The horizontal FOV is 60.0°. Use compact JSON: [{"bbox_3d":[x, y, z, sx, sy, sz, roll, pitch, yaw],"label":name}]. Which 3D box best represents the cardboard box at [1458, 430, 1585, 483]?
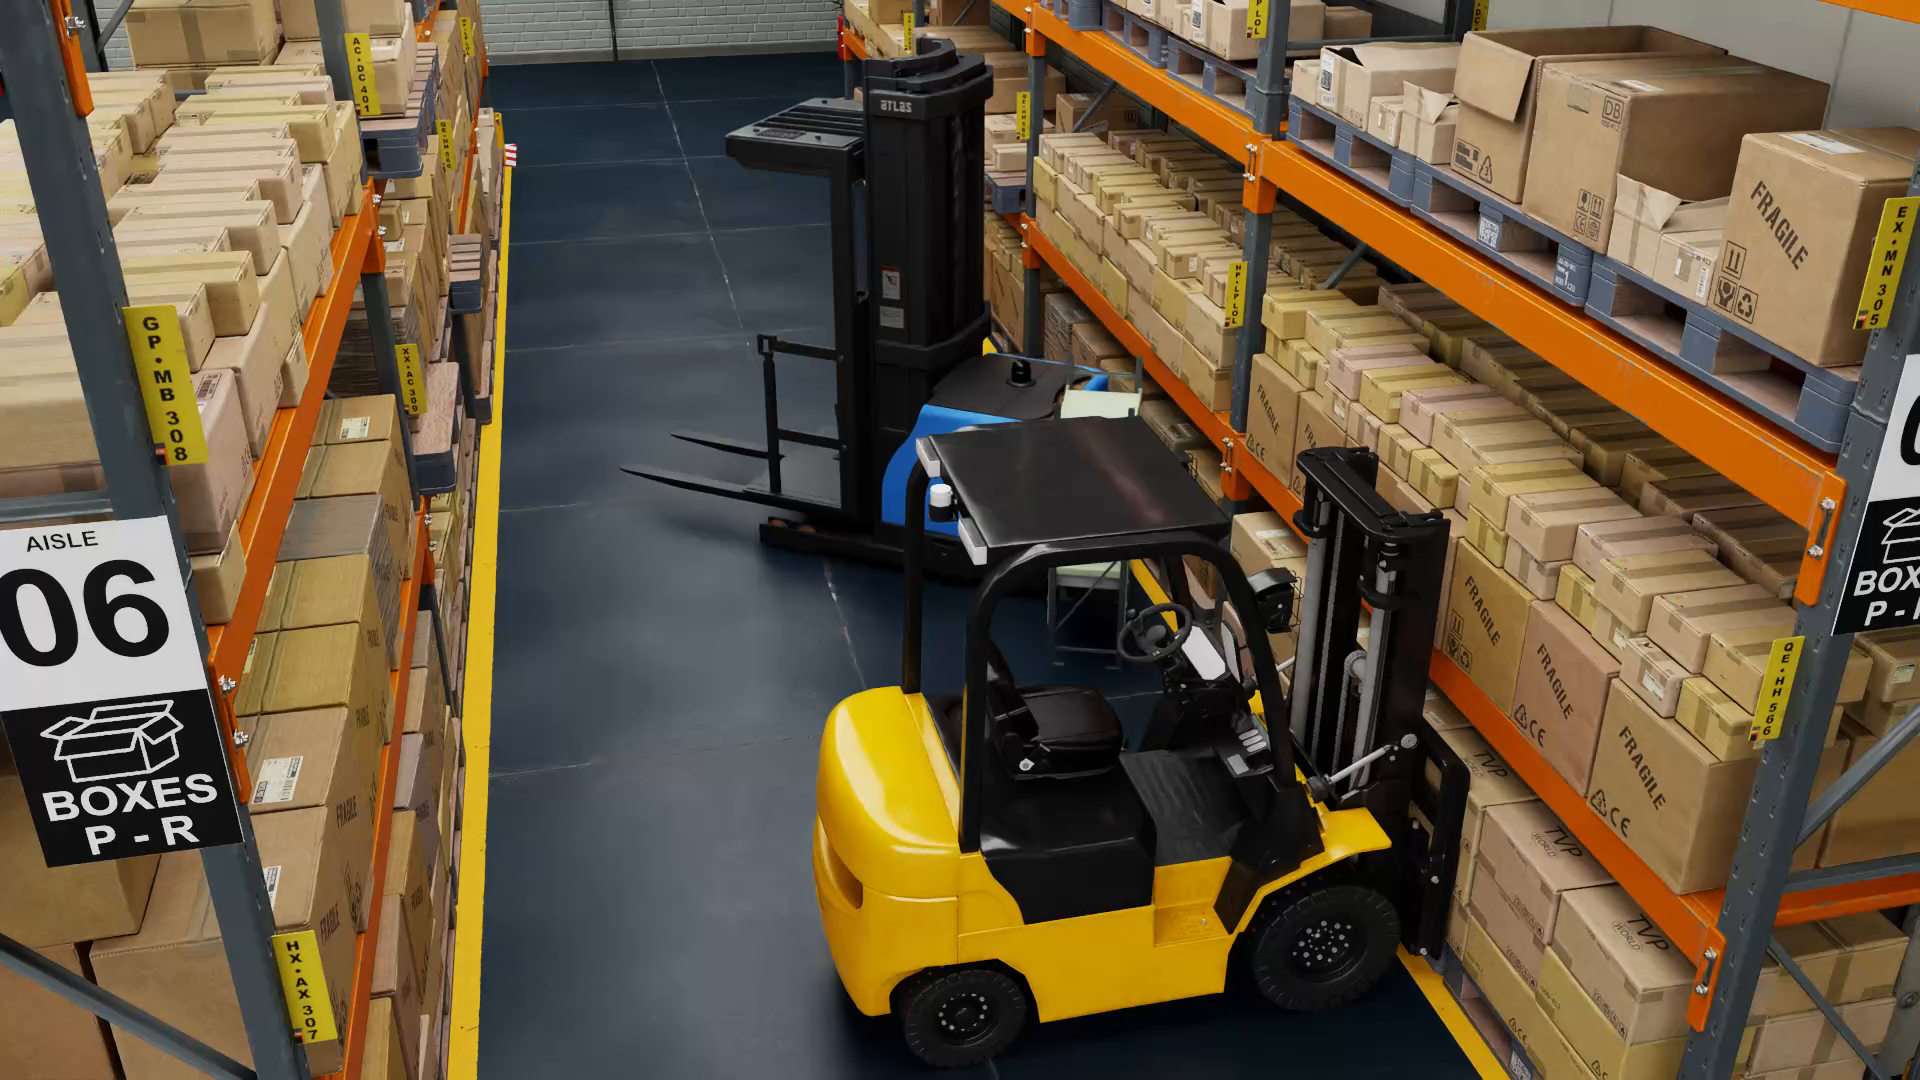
[{"bbox_3d":[2.136,-0.292,6.339,0.380,0.149,0.250,-6,27,-11],"label":"cardboard box"}]

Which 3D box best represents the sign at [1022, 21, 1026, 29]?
[{"bbox_3d":[0.609,-4.859,15.263,0.100,0.325,0.005,-6,27,-12],"label":"sign"}]

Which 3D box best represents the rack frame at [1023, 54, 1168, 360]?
[{"bbox_3d":[0.971,-2.528,11.930,1.000,3.000,0.127,-6,27,-12],"label":"rack frame"}]

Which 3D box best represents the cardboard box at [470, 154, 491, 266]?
[{"bbox_3d":[-4.548,-2.754,14.269,0.875,0.875,0.875,-5,27,-10],"label":"cardboard box"}]

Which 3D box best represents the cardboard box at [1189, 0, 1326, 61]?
[{"bbox_3d":[1.472,-2.597,8.259,0.500,0.311,0.500,-7,28,-13],"label":"cardboard box"}]

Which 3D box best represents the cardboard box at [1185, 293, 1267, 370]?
[{"bbox_3d":[1.512,-1.118,8.748,0.500,0.250,0.500,-7,28,-13],"label":"cardboard box"}]

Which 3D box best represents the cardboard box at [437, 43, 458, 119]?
[{"bbox_3d":[-4.071,-3.422,12.481,0.500,0.500,0.500,-6,27,-11],"label":"cardboard box"}]

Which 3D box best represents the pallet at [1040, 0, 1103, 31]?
[{"bbox_3d":[1.211,-3.494,10.725,1.213,0.211,1.003,-5,27,-9],"label":"pallet"}]

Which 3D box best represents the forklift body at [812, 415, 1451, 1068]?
[{"bbox_3d":[0.569,0.715,6.446,2.313,2.155,1.214,-6,27,-12],"label":"forklift body"}]

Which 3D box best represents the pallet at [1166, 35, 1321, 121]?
[{"bbox_3d":[1.661,-2.412,8.583,0.805,0.209,1.217,-7,28,-14],"label":"pallet"}]

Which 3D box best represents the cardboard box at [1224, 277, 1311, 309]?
[{"bbox_3d":[1.579,-1.234,8.535,0.380,0.149,0.250,-5,27,-10],"label":"cardboard box"}]

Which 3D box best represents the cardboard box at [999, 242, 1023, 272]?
[{"bbox_3d":[0.521,-2.197,12.863,0.380,0.149,0.250,-7,28,-14],"label":"cardboard box"}]

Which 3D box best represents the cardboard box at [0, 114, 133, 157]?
[{"bbox_3d":[-3.039,-1.332,5.625,0.380,0.149,0.250,-6,27,-12],"label":"cardboard box"}]

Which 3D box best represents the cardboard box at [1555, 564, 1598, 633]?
[{"bbox_3d":[2.292,0.186,5.721,0.380,0.149,0.250,-6,27,-12],"label":"cardboard box"}]

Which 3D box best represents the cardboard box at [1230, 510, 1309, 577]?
[{"bbox_3d":[1.675,0.065,8.267,0.500,0.250,0.500,-6,27,-12],"label":"cardboard box"}]

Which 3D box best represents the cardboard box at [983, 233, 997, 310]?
[{"bbox_3d":[0.443,-2.214,13.616,0.500,0.500,0.500,-5,27,-9],"label":"cardboard box"}]

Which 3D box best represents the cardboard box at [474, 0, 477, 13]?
[{"bbox_3d":[-5.180,-5.612,16.819,0.500,0.500,0.500,-6,27,-11],"label":"cardboard box"}]

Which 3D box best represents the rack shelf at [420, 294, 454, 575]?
[{"bbox_3d":[-3.414,-0.824,9.351,1.077,0.370,4.000,-6,27,-12],"label":"rack shelf"}]

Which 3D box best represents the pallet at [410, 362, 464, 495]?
[{"bbox_3d":[-2.994,-0.531,8.187,1.003,0.211,1.213,-6,27,-12],"label":"pallet"}]

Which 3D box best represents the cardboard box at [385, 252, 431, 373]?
[{"bbox_3d":[-2.903,-1.086,8.166,0.500,0.500,0.500,-6,27,-11],"label":"cardboard box"}]

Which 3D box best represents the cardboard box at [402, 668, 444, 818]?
[{"bbox_3d":[-2.452,0.894,6.903,0.500,0.500,0.500,-5,27,-11],"label":"cardboard box"}]

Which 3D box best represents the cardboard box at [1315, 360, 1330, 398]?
[{"bbox_3d":[1.833,-0.715,7.507,0.380,0.149,0.250,-6,27,-12],"label":"cardboard box"}]

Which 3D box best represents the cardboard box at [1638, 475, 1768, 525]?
[{"bbox_3d":[2.682,-0.109,5.975,0.380,0.149,0.250,-5,27,-10],"label":"cardboard box"}]

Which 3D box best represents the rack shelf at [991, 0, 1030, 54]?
[{"bbox_3d":[0.520,-4.424,13.156,1.077,0.370,4.000,-6,27,-12],"label":"rack shelf"}]

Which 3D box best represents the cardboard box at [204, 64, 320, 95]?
[{"bbox_3d":[-2.679,-1.733,6.419,0.380,0.149,0.250,-5,27,-11],"label":"cardboard box"}]

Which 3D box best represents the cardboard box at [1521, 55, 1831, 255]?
[{"bbox_3d":[2.303,-1.262,5.404,0.700,0.500,0.500,-6,27,-11],"label":"cardboard box"}]

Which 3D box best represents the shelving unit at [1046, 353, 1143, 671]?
[{"bbox_3d":[0.721,-0.154,8.891,0.431,1.500,0.755,4,27,8],"label":"shelving unit"}]

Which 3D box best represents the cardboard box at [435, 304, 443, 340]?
[{"bbox_3d":[-3.046,-1.192,9.095,0.380,0.149,0.250,-5,27,-10],"label":"cardboard box"}]

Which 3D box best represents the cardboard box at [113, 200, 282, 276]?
[{"bbox_3d":[-2.124,-0.835,4.641,0.380,0.149,0.250,-5,27,-10],"label":"cardboard box"}]

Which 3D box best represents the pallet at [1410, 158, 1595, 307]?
[{"bbox_3d":[2.361,-1.166,6.000,1.003,0.211,1.213,-6,27,-12],"label":"pallet"}]

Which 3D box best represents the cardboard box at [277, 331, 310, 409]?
[{"bbox_3d":[-2.115,-0.483,4.828,0.380,0.149,0.250,-6,27,-11],"label":"cardboard box"}]

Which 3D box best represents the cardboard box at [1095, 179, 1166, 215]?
[{"bbox_3d":[1.057,-2.127,10.305,0.380,0.149,0.250,-5,27,-11],"label":"cardboard box"}]

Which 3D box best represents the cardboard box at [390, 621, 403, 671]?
[{"bbox_3d":[-2.362,0.401,6.405,0.380,0.149,0.250,-6,27,-12],"label":"cardboard box"}]

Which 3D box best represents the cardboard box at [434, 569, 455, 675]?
[{"bbox_3d":[-3.084,0.489,8.403,0.950,0.372,0.625,-6,27,-11],"label":"cardboard box"}]

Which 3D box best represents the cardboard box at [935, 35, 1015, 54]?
[{"bbox_3d":[0.077,-4.054,14.376,0.700,0.500,0.500,-6,27,-11],"label":"cardboard box"}]

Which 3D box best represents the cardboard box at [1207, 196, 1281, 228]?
[{"bbox_3d":[1.704,-1.957,9.967,0.380,0.149,0.250,-6,27,-11],"label":"cardboard box"}]

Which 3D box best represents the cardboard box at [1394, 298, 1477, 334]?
[{"bbox_3d":[2.255,-1.016,7.772,0.380,0.149,0.250,-7,28,-13],"label":"cardboard box"}]

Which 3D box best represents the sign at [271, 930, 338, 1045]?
[{"bbox_3d":[-1.533,1.048,3.885,0.100,0.325,0.005,-6,27,-12],"label":"sign"}]

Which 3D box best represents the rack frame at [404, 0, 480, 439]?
[{"bbox_3d":[-3.865,-2.023,10.929,1.000,3.000,0.127,-6,27,-12],"label":"rack frame"}]

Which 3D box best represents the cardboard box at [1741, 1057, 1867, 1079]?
[{"bbox_3d":[2.853,1.788,5.964,0.500,0.250,0.500,-6,27,-11],"label":"cardboard box"}]

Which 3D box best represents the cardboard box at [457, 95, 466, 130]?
[{"bbox_3d":[-4.187,-3.321,13.112,0.500,0.250,0.500,-5,27,-10],"label":"cardboard box"}]

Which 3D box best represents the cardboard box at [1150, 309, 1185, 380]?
[{"bbox_3d":[1.385,-1.120,9.307,0.500,0.250,0.500,-6,27,-12],"label":"cardboard box"}]

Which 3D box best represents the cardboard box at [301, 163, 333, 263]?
[{"bbox_3d":[-2.386,-1.058,5.525,0.500,0.250,0.500,-6,27,-12],"label":"cardboard box"}]

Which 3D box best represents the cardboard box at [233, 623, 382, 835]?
[{"bbox_3d":[-2.134,0.625,5.241,0.500,0.500,0.500,-6,27,-13],"label":"cardboard box"}]

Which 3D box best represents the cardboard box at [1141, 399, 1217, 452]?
[{"bbox_3d":[1.576,-0.469,10.020,0.875,0.625,0.625,-6,27,-12],"label":"cardboard box"}]

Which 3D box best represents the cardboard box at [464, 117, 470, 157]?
[{"bbox_3d":[-4.306,-3.317,13.659,0.500,0.250,0.500,-6,27,-12],"label":"cardboard box"}]

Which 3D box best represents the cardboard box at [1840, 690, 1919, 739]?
[{"bbox_3d":[2.950,0.474,5.151,0.380,0.149,0.250,-7,28,-13],"label":"cardboard box"}]

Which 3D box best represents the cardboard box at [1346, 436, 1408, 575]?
[{"bbox_3d":[1.966,-0.147,7.100,0.500,0.500,0.500,-6,27,-12],"label":"cardboard box"}]

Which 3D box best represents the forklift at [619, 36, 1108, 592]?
[{"bbox_3d":[-0.670,-1.434,9.839,3.031,2.935,1.130,11,29,21],"label":"forklift"}]

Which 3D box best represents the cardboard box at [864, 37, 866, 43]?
[{"bbox_3d":[-0.833,-5.420,17.938,0.380,0.149,0.250,-5,27,-10],"label":"cardboard box"}]

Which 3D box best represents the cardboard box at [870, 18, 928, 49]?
[{"bbox_3d":[-0.625,-5.214,17.087,0.500,0.250,0.500,-7,28,-13],"label":"cardboard box"}]

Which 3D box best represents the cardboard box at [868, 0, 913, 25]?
[{"bbox_3d":[-0.654,-5.556,16.933,0.500,0.500,0.500,-5,27,-10],"label":"cardboard box"}]

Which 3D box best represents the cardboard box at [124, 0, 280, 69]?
[{"bbox_3d":[-3.218,-2.191,7.079,0.500,0.250,0.500,-5,27,-10],"label":"cardboard box"}]
